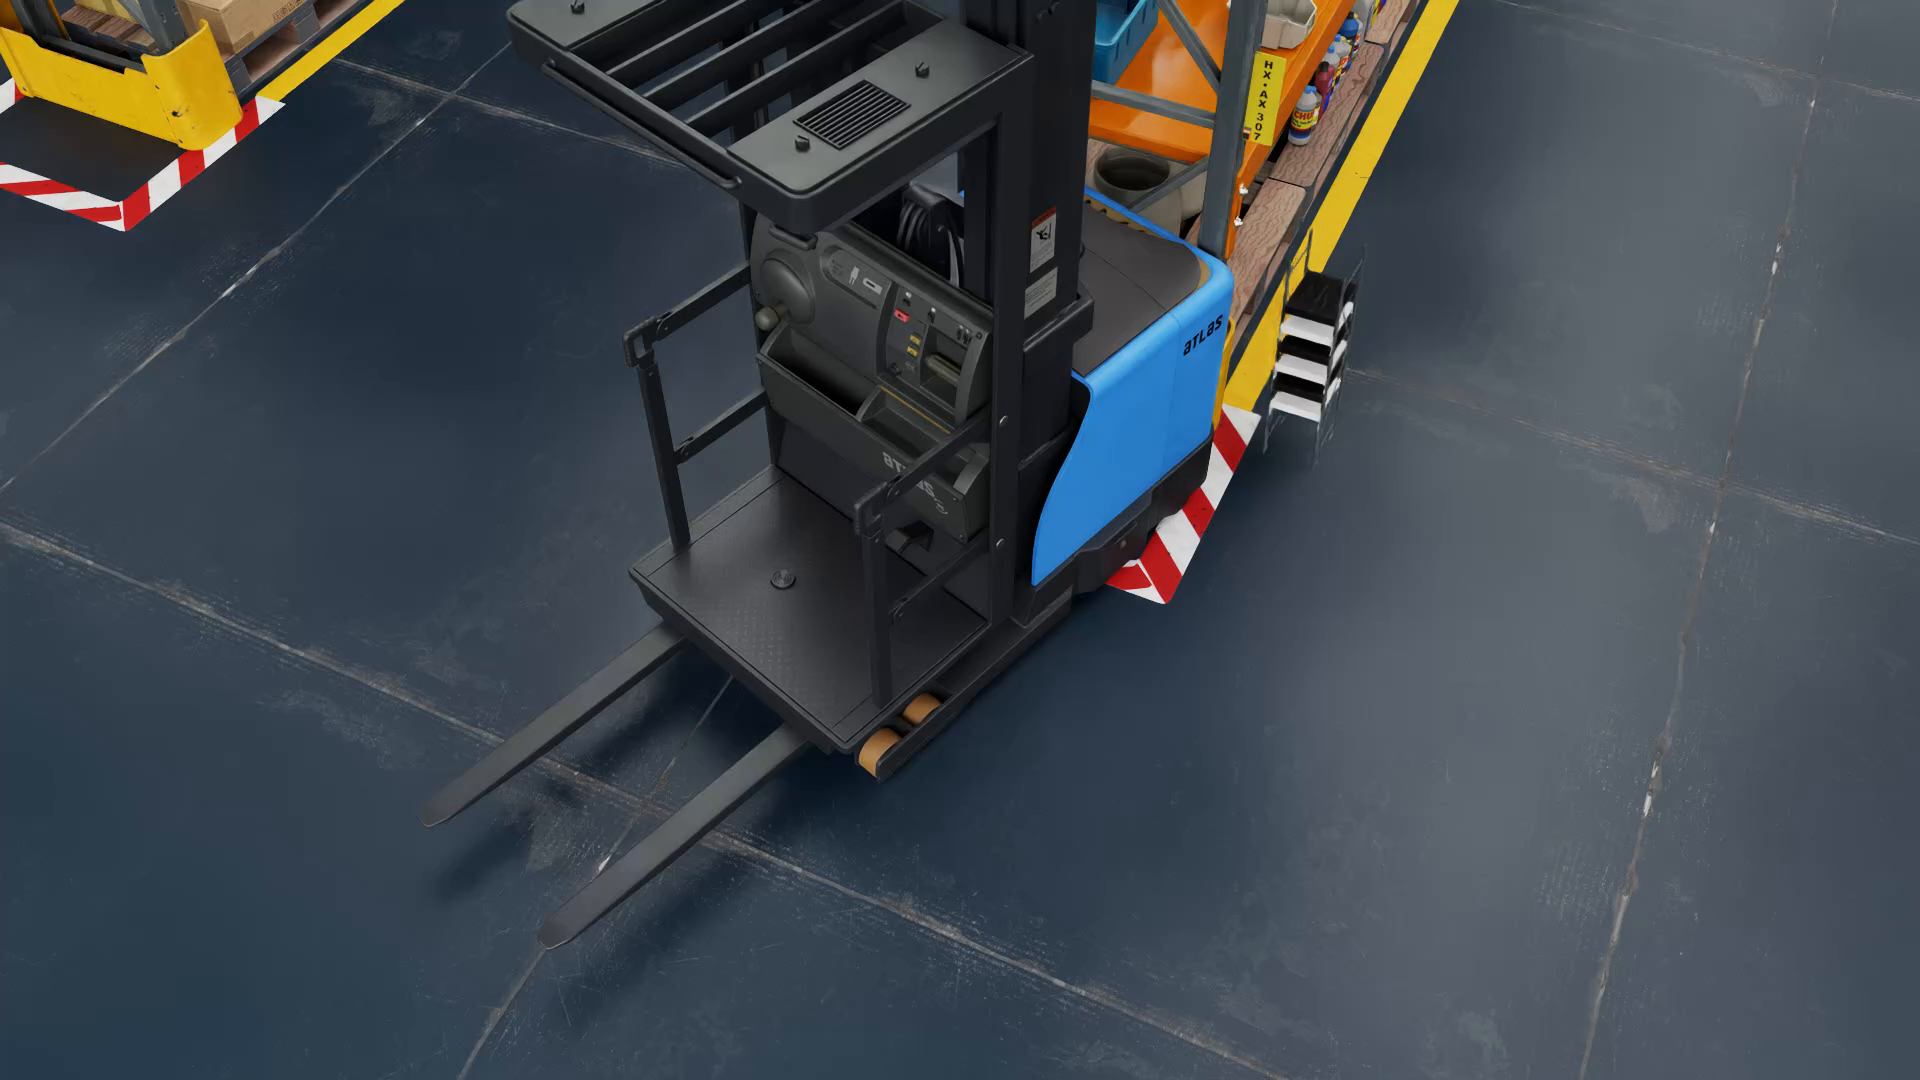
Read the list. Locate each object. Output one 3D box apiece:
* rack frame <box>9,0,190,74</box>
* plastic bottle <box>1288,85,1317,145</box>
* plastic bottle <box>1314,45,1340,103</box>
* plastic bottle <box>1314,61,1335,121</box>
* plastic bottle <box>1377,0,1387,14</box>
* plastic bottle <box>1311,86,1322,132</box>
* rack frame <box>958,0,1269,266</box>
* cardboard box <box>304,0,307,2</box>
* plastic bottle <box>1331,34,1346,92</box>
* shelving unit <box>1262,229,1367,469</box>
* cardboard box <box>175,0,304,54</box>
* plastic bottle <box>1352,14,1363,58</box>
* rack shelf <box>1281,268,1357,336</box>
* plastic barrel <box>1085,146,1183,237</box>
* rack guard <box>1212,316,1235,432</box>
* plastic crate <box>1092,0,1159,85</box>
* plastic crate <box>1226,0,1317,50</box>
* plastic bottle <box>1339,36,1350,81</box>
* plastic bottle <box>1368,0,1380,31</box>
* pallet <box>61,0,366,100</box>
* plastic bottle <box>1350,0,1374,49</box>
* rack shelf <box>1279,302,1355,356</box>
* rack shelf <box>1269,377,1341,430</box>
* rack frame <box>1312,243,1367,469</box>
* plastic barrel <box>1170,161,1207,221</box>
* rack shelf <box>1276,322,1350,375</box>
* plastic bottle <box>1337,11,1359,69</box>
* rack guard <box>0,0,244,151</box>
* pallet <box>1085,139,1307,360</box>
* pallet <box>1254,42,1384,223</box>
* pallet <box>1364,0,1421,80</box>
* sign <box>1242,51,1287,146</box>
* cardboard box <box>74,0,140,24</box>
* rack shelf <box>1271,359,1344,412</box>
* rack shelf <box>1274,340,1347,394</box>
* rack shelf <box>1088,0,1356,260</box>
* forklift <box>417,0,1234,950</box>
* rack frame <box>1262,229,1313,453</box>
[{"bbox_3d":[-4.006,-3.107,6.925,1.000,3.000,0.127,20,52,16],"label":"rack frame"},{"bbox_3d":[1.528,-1.899,7.399,0.097,0.271,0.097,0,50,0],"label":"plastic bottle"},{"bbox_3d":[1.674,-2.135,7.599,0.097,0.271,0.097,0,50,0],"label":"plastic bottle"},{"bbox_3d":[1.641,-2.052,7.522,0.061,0.283,0.133,21,53,17],"label":"plastic bottle"},{"bbox_3d":[2.052,-2.715,8.085,0.061,0.283,0.133,23,53,18],"label":"plastic bottle"},{"bbox_3d":[1.572,-1.947,7.486,0.097,0.201,0.097,0,50,0],"label":"plastic bottle"},{"bbox_3d":[0.471,-1.493,5.551,1.000,3.000,0.127,20,52,16],"label":"rack frame"},{"bbox_3d":[-3.365,-2.995,8.358,0.500,0.250,0.500,20,52,16],"label":"cardboard box"},{"bbox_3d":[1.717,-2.204,7.658,0.097,0.271,0.097,0,50,0],"label":"plastic bottle"},{"bbox_3d":[1.323,-0.703,6.240,0.210,0.900,0.258,20,49,21],"label":"shelving unit"},{"bbox_3d":[-3.575,-2.649,8.064,0.500,0.250,0.500,20,52,16],"label":"cardboard box"},{"bbox_3d":[1.847,-2.391,7.863,0.097,0.201,0.097,0,50,0],"label":"plastic bottle"},{"bbox_3d":[1.316,-0.870,6.072,0.200,0.077,0.258,20,49,21],"label":"rack shelf"},{"bbox_3d":[0.683,-1.301,6.745,0.421,0.512,0.421,0,50,0],"label":"plastic barrel"},{"bbox_3d":[0.461,-0.751,6.561,1.175,0.500,0.348,20,52,16],"label":"rack guard"},{"bbox_3d":[0.415,-1.887,5.984,0.499,0.251,0.616,20,52,16],"label":"plastic crate"},{"bbox_3d":[1.145,-1.919,6.087,0.298,0.136,0.250,20,52,16],"label":"plastic crate"},{"bbox_3d":[1.759,-2.249,7.743,0.097,0.201,0.097,0,50,0],"label":"plastic bottle"},{"bbox_3d":[1.946,-2.640,7.977,0.144,0.351,0.185,19,52,16],"label":"plastic bottle"},{"bbox_3d":[-3.717,-2.744,8.446,1.003,0.211,1.213,20,52,16],"label":"pallet"},{"bbox_3d":[1.873,-2.505,7.912,0.152,0.276,0.135,21,53,17],"label":"plastic bottle"},{"bbox_3d":[1.319,-0.807,6.136,0.200,0.077,0.258,20,49,21],"label":"rack shelf"},{"bbox_3d":[1.329,-0.553,6.391,0.200,0.077,0.258,20,49,21],"label":"rack shelf"},{"bbox_3d":[1.412,-0.671,6.204,0.006,0.900,0.240,20,49,21],"label":"rack frame"},{"bbox_3d":[0.898,-1.646,7.039,0.421,0.512,0.421,0,50,0],"label":"plastic barrel"},{"bbox_3d":[1.321,-0.743,6.200,0.200,0.077,0.258,20,49,21],"label":"rack shelf"},{"bbox_3d":[1.803,-2.343,7.777,0.097,0.271,0.097,0,50,0],"label":"plastic bottle"},{"bbox_3d":[-4.016,-2.281,7.862,1.175,0.500,0.348,20,52,16],"label":"rack guard"},{"bbox_3d":[0.813,-1.215,7.145,1.003,0.211,1.213,20,52,16],"label":"pallet"},{"bbox_3d":[1.336,-2.052,7.857,1.003,0.211,1.213,20,52,16],"label":"pallet"},{"bbox_3d":[1.856,-2.895,8.575,1.003,0.211,1.213,20,52,16],"label":"pallet"},{"bbox_3d":[0.967,-1.401,5.291,0.100,0.325,0.005,20,52,16],"label":"sign"},{"bbox_3d":[-4.044,-2.818,8.208,0.500,0.250,0.500,20,52,16],"label":"cardboard box"},{"bbox_3d":[1.326,-0.616,6.327,0.200,0.077,0.258,20,49,21],"label":"rack shelf"},{"bbox_3d":[1.324,-0.680,6.263,0.200,0.077,0.258,20,49,21],"label":"rack shelf"},{"bbox_3d":[1.326,-2.637,6.997,1.077,0.370,4.000,20,52,16],"label":"rack shelf"},{"bbox_3d":[-0.427,-0.604,4.839,1.130,2.935,3.031,36,58,26],"label":"forklift"},{"bbox_3d":[1.233,-0.736,6.276,0.006,0.900,0.240,20,49,21],"label":"rack frame"}]
